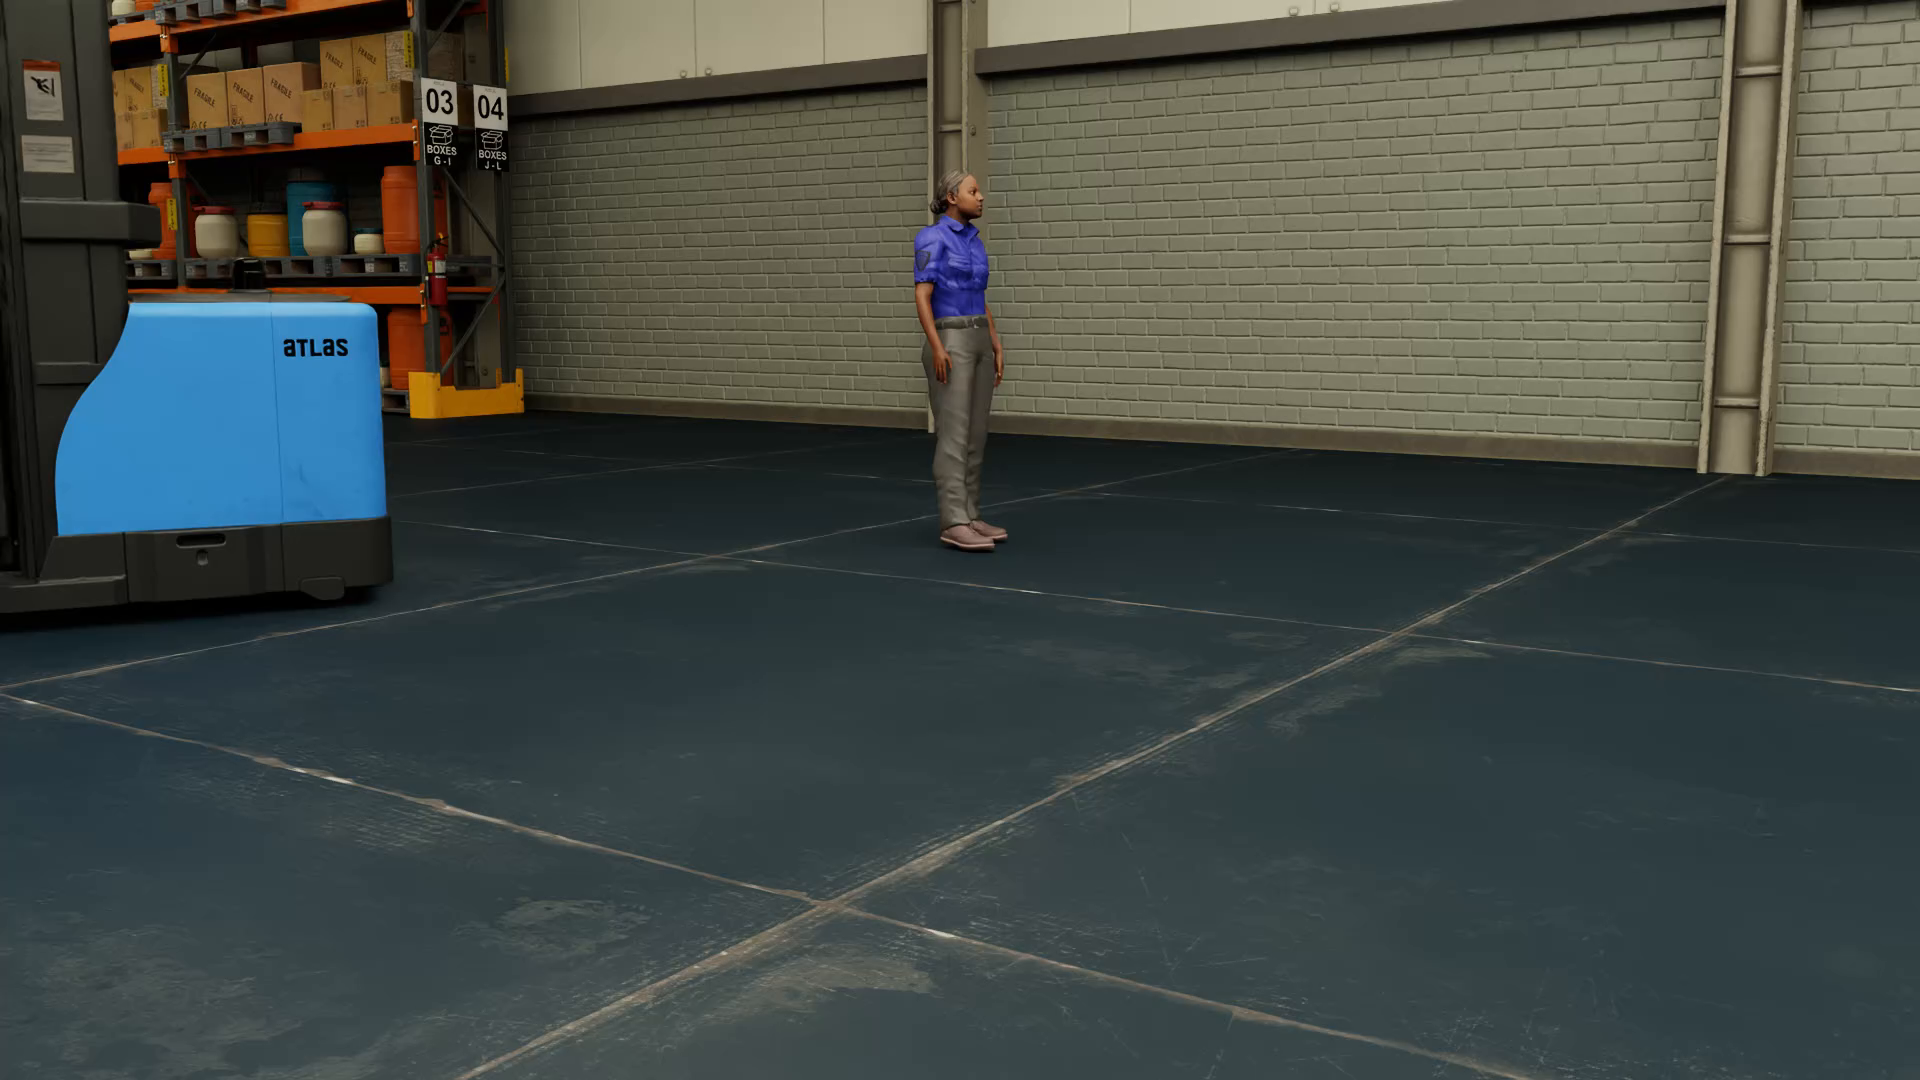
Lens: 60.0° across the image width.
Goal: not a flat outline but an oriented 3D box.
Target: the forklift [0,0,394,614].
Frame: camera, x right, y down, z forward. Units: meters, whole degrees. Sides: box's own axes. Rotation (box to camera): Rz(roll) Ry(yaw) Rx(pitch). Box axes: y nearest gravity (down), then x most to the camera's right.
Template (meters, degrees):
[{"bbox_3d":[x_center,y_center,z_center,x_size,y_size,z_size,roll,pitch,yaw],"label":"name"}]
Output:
[{"bbox_3d":[-3.612,-1.192,5.577,3.031,2.935,1.130,-4,9,-26],"label":"forklift"}]

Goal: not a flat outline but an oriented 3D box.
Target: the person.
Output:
[{"bbox_3d":[0.062,-0.817,7.421,0.503,1.656,0.569,5,10,34],"label":"person"}]
